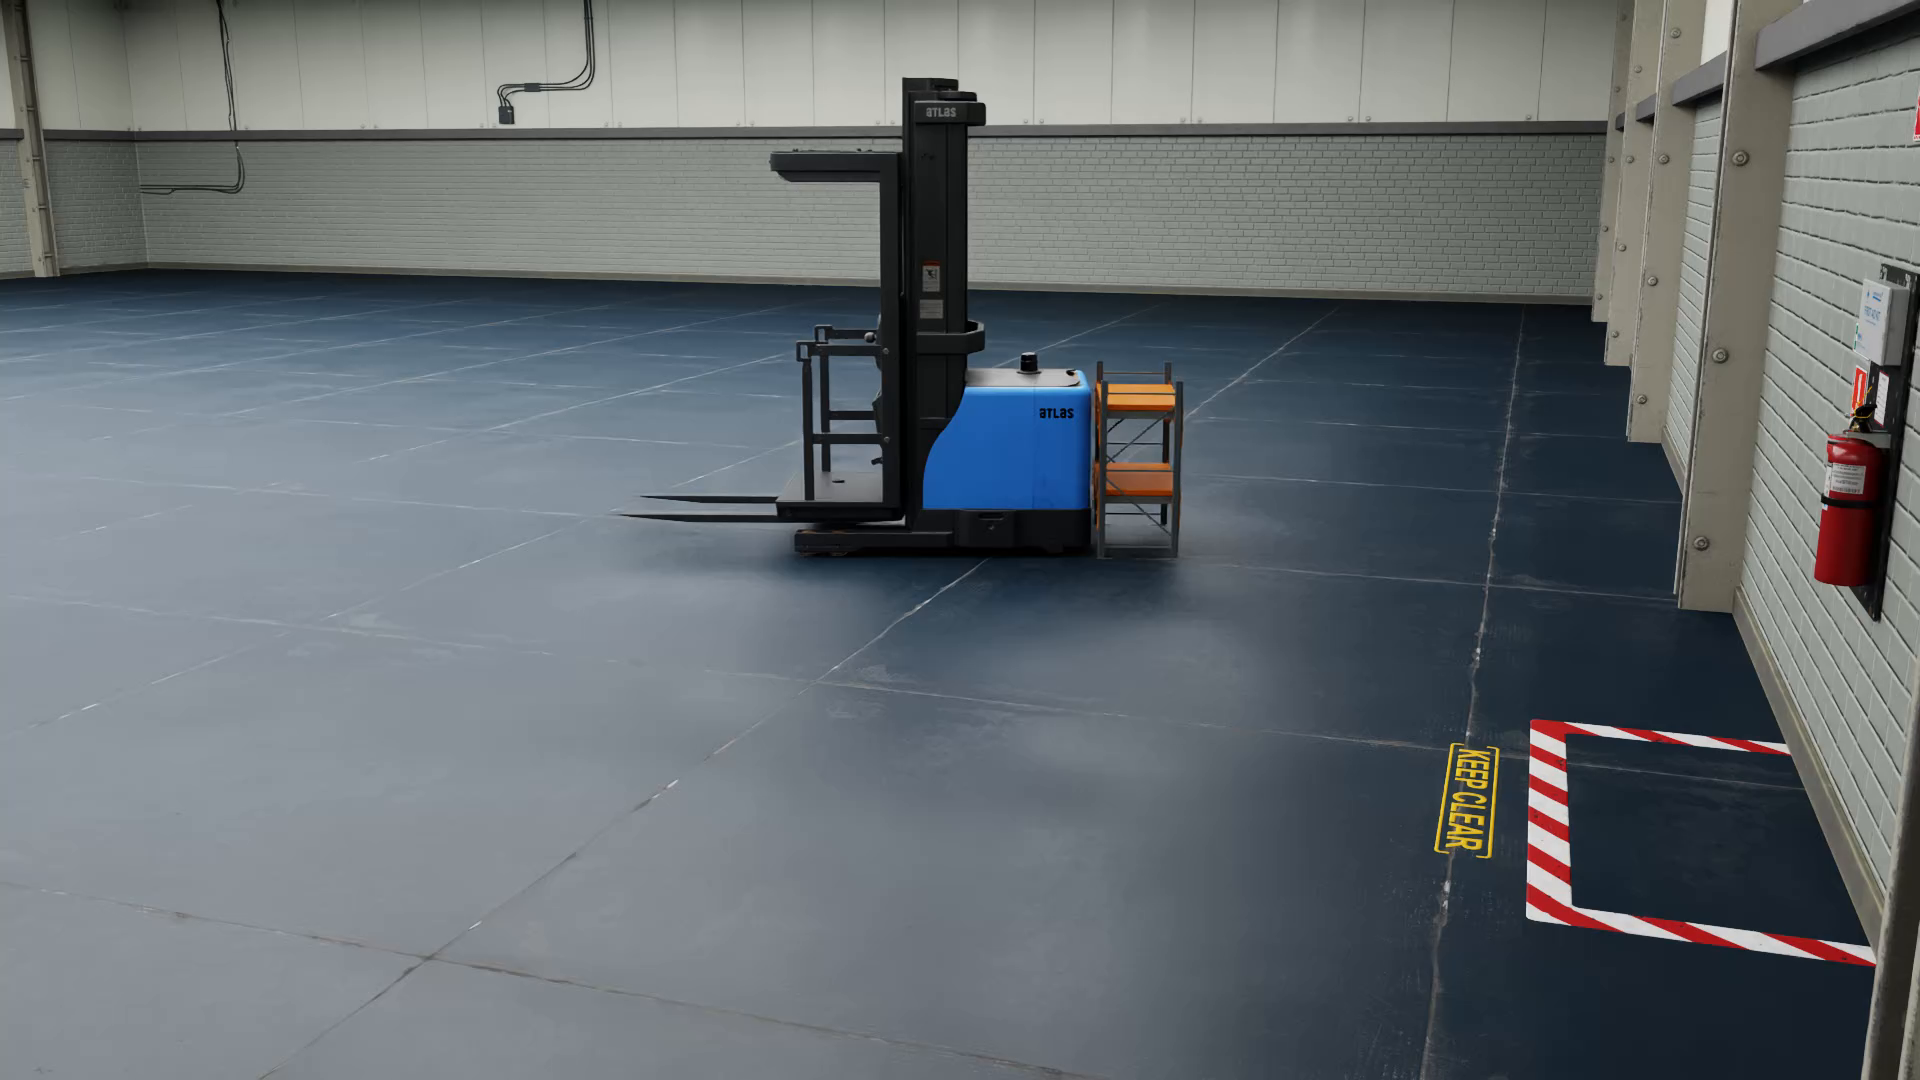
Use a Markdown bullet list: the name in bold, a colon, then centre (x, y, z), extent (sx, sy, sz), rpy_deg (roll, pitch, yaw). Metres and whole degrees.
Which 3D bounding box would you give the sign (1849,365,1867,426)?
- **sign**: centre (3.403, -0.489, 6.311), extent (0.001, 0.329, 0.234), rpy_deg (4, 14, 18)

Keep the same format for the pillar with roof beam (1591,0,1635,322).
- **pillar with roof beam**: centre (5.982, -8.133, 26.400), extent (9.100, 9.000, 0.400), rpy_deg (4, 14, 18)

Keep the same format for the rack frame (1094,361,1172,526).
- **rack frame**: centre (1.173, -0.653, 11.322), extent (0.500, 1.125, 0.032), rpy_deg (1, 13, 3)

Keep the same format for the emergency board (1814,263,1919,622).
- **emergency board**: centre (3.126, -0.363, 5.837), extent (0.194, 1.169, 0.643), rpy_deg (4, 14, 18)

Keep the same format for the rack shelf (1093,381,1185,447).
- **rack shelf**: centre (1.145, -0.826, 10.762), extent (0.538, 0.278, 1.000), rpy_deg (1, 13, 3)

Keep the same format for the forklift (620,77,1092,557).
- **forklift**: centre (-0.669, -1.440, 10.708), extent (3.031, 2.935, 1.130), rpy_deg (0, 13, 2)

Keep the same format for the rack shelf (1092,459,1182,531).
- **rack shelf**: centre (1.145, -0.302, 10.881), extent (0.538, 0.278, 1.000), rpy_deg (1, 13, 3)

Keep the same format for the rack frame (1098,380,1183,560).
- **rack frame**: centre (1.117, -0.428, 10.332), extent (0.500, 1.125, 0.032), rpy_deg (1, 13, 3)

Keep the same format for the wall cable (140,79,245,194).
- **wall cable**: centre (-17.545, -9.103, 37.624), extent (3.097, 2.526, 0.112), rpy_deg (4, 14, 18)

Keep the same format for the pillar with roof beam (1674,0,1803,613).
- **pillar with roof beam**: centre (0.158, -4.343, 9.795), extent (9.100, 9.000, 0.400), rpy_deg (4, 14, 18)

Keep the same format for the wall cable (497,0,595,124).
- **wall cable**: centre (-8.568, -11.588, 33.891), extent (2.305, 6.003, 0.169), rpy_deg (4, 14, 18)

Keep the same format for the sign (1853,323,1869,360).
- **sign**: centre (3.393, -0.747, 6.250), extent (0.001, 0.109, 0.331), rpy_deg (4, 14, 18)

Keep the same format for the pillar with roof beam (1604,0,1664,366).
- **pillar with roof beam**: centre (4.041, -6.870, 20.865), extent (9.100, 9.000, 0.400), rpy_deg (4, 14, 18)

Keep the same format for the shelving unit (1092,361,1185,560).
- **shelving unit**: centre (1.145, -0.541, 10.827), extent (0.538, 1.125, 1.048), rpy_deg (1, 13, 3)

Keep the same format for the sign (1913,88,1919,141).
- **sign**: centre (3.223, -1.488, 5.555), extent (0.001, 0.298, 0.199), rpy_deg (4, 14, 18)

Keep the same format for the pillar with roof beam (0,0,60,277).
- **pillar with roof beam**: centre (-15.676, -9.781, 33.620), extent (9.100, 9.000, 0.400), rpy_deg (4, 14, 18)

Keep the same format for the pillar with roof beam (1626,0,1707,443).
- **pillar with roof beam**: centre (2.100, -5.607, 15.330), extent (9.100, 9.000, 0.400), rpy_deg (4, 14, 18)

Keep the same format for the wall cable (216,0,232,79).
- **wall cable**: centre (-14.986, -11.370, 36.209), extent (3.097, 2.526, 0.112), rpy_deg (4, 14, 18)
